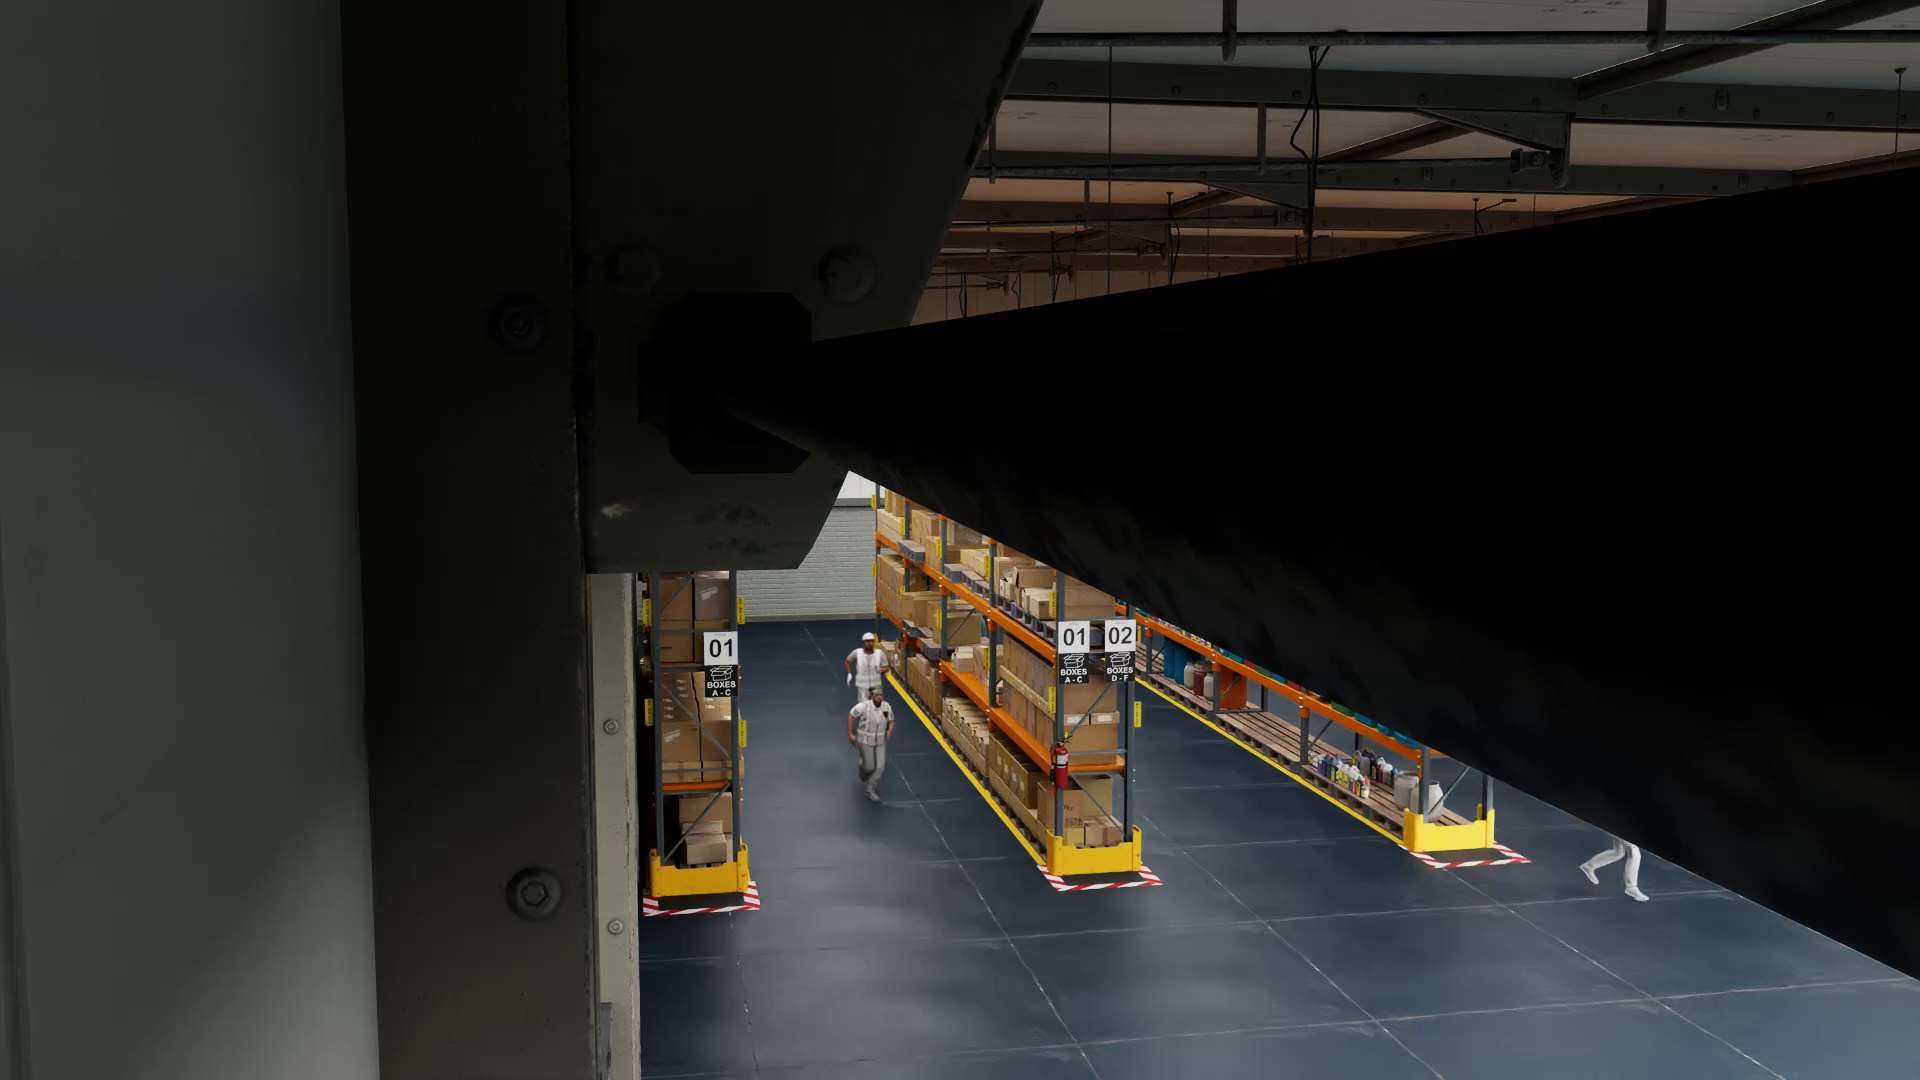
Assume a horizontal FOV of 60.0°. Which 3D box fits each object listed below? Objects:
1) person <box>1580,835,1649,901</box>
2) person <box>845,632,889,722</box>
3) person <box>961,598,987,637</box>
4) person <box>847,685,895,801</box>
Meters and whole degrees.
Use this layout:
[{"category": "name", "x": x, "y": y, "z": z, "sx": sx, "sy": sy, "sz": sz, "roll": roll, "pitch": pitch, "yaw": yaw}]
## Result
[{"category": "person", "x": 7.903, "y": 3.438, "z": 20.019, "sx": 0.807, "sy": 1.723, "sz": 0.617, "roll": 3, "pitch": 7, "yaw": 29}, {"category": "person", "x": -1.493, "y": 2.432, "z": 27.047, "sx": 0.670, "sy": 1.875, "sz": 0.782, "roll": -2, "pitch": 6, "yaw": -15}, {"category": "person", "x": 0.284, "y": 1.656, "z": 37.140, "sx": 0.796, "sy": 1.724, "sz": 0.711, "roll": 4, "pitch": 7, "yaw": 31}, {"category": "person", "x": -1.297, "y": 2.971, "z": 24.571, "sx": 0.702, "sy": 1.739, "sz": 0.705, "roll": -2, "pitch": 6, "yaw": -23}]
